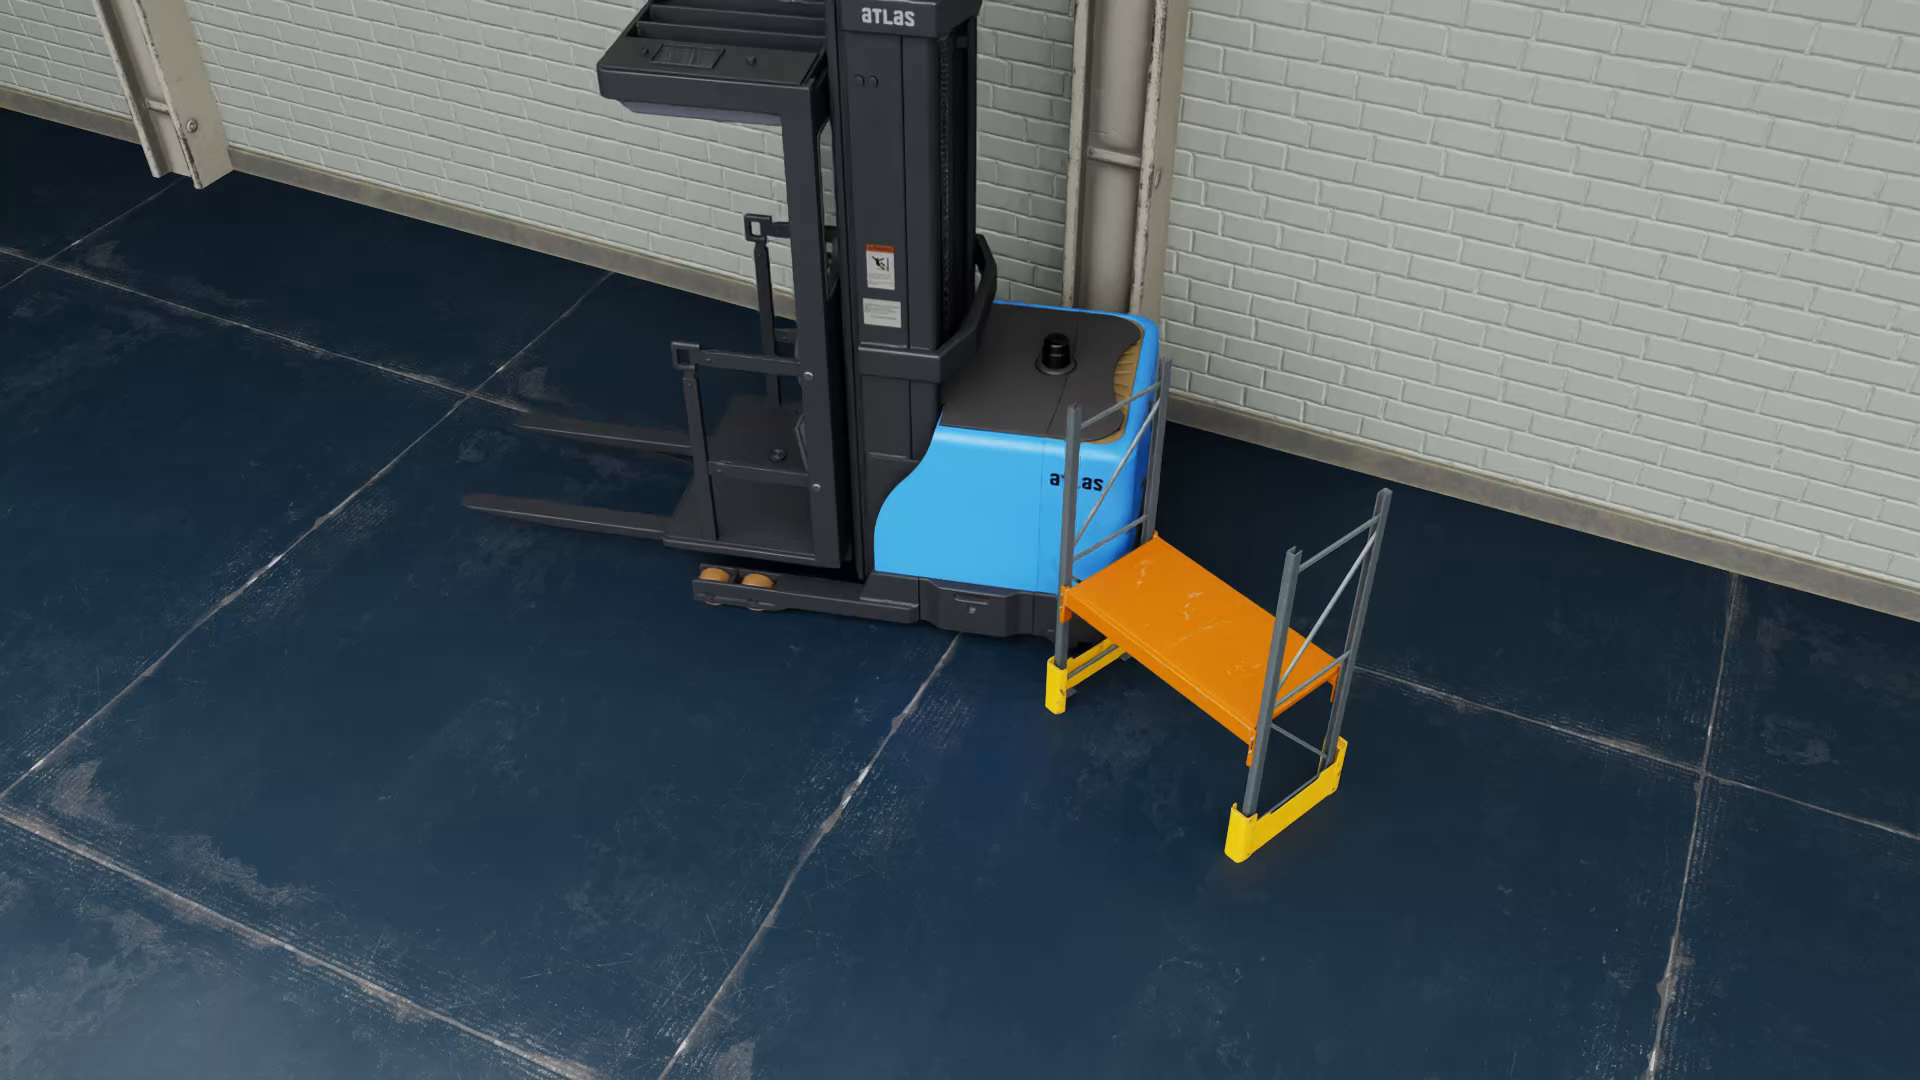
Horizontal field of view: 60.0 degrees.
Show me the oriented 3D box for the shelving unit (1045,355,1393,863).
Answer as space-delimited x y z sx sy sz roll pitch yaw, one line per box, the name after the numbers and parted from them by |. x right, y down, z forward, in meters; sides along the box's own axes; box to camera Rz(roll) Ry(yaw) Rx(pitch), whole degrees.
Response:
0.916 0.256 6.194 0.587 1.500 1.083 -29 49 -29 | shelving unit

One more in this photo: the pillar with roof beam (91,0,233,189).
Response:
-6.539 -3.119 4.362 0.400 9.000 9.100 17 44 19 | pillar with roof beam

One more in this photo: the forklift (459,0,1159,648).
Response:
-0.706 -1.128 6.698 3.031 2.935 1.130 7 41 8 | forklift

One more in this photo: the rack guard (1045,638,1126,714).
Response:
0.593 0.480 6.889 0.587 0.250 0.087 -29 49 -29 | rack guard

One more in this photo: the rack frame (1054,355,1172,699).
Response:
0.581 -0.002 6.491 0.500 1.500 0.032 -29 49 -29 | rack frame

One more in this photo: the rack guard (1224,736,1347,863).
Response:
1.240 0.976 6.317 0.587 0.250 0.087 -29 49 -29 | rack guard

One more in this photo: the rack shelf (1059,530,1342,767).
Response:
0.911 0.387 6.317 0.538 0.185 1.000 -29 49 -29 | rack shelf

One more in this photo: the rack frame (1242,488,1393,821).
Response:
1.240 0.505 5.907 0.500 1.500 0.032 -29 49 -29 | rack frame

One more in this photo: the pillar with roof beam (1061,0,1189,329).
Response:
-1.102 -1.457 2.445 0.400 9.000 9.100 17 44 19 | pillar with roof beam
